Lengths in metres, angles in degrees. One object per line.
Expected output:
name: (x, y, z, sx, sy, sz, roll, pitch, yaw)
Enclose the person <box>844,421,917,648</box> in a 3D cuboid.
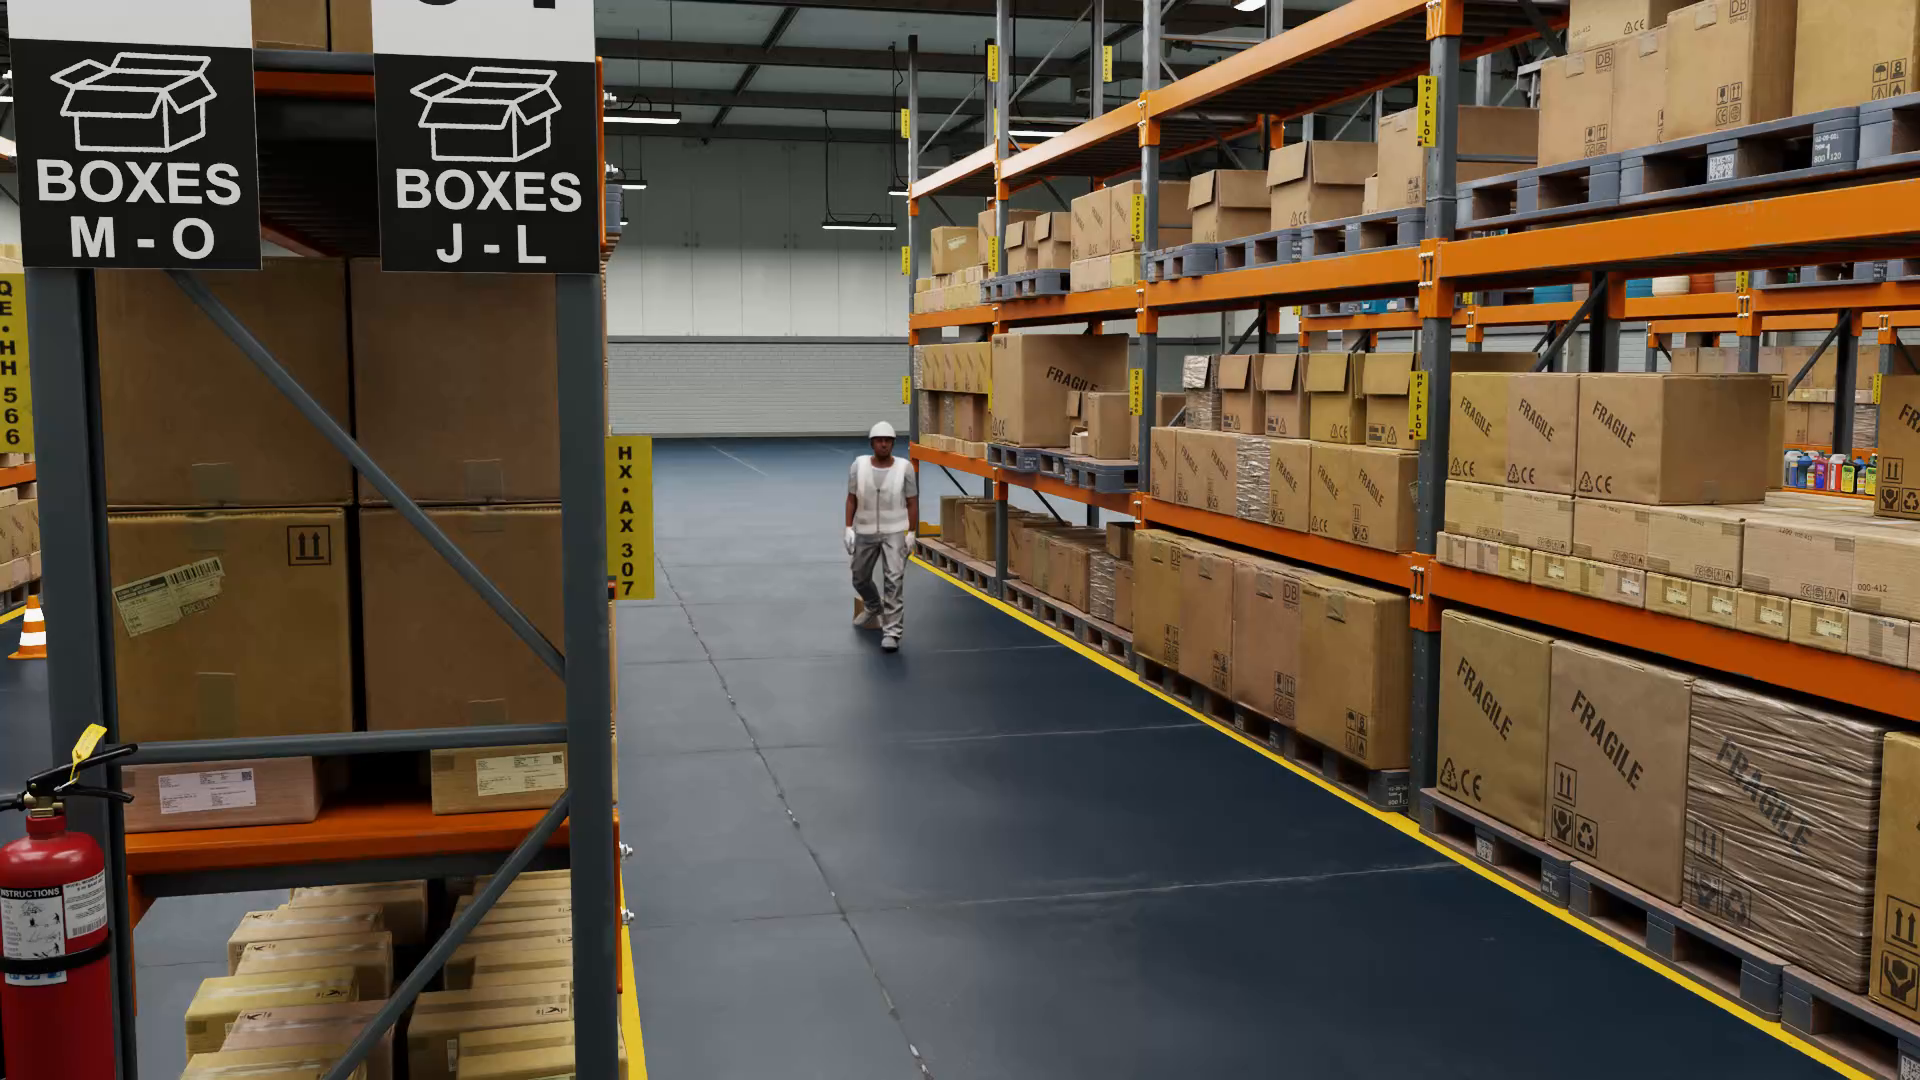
person: (-0.622, -0.056, 13.200, 0.584, 1.778, 0.823, 1, 6, 8)
